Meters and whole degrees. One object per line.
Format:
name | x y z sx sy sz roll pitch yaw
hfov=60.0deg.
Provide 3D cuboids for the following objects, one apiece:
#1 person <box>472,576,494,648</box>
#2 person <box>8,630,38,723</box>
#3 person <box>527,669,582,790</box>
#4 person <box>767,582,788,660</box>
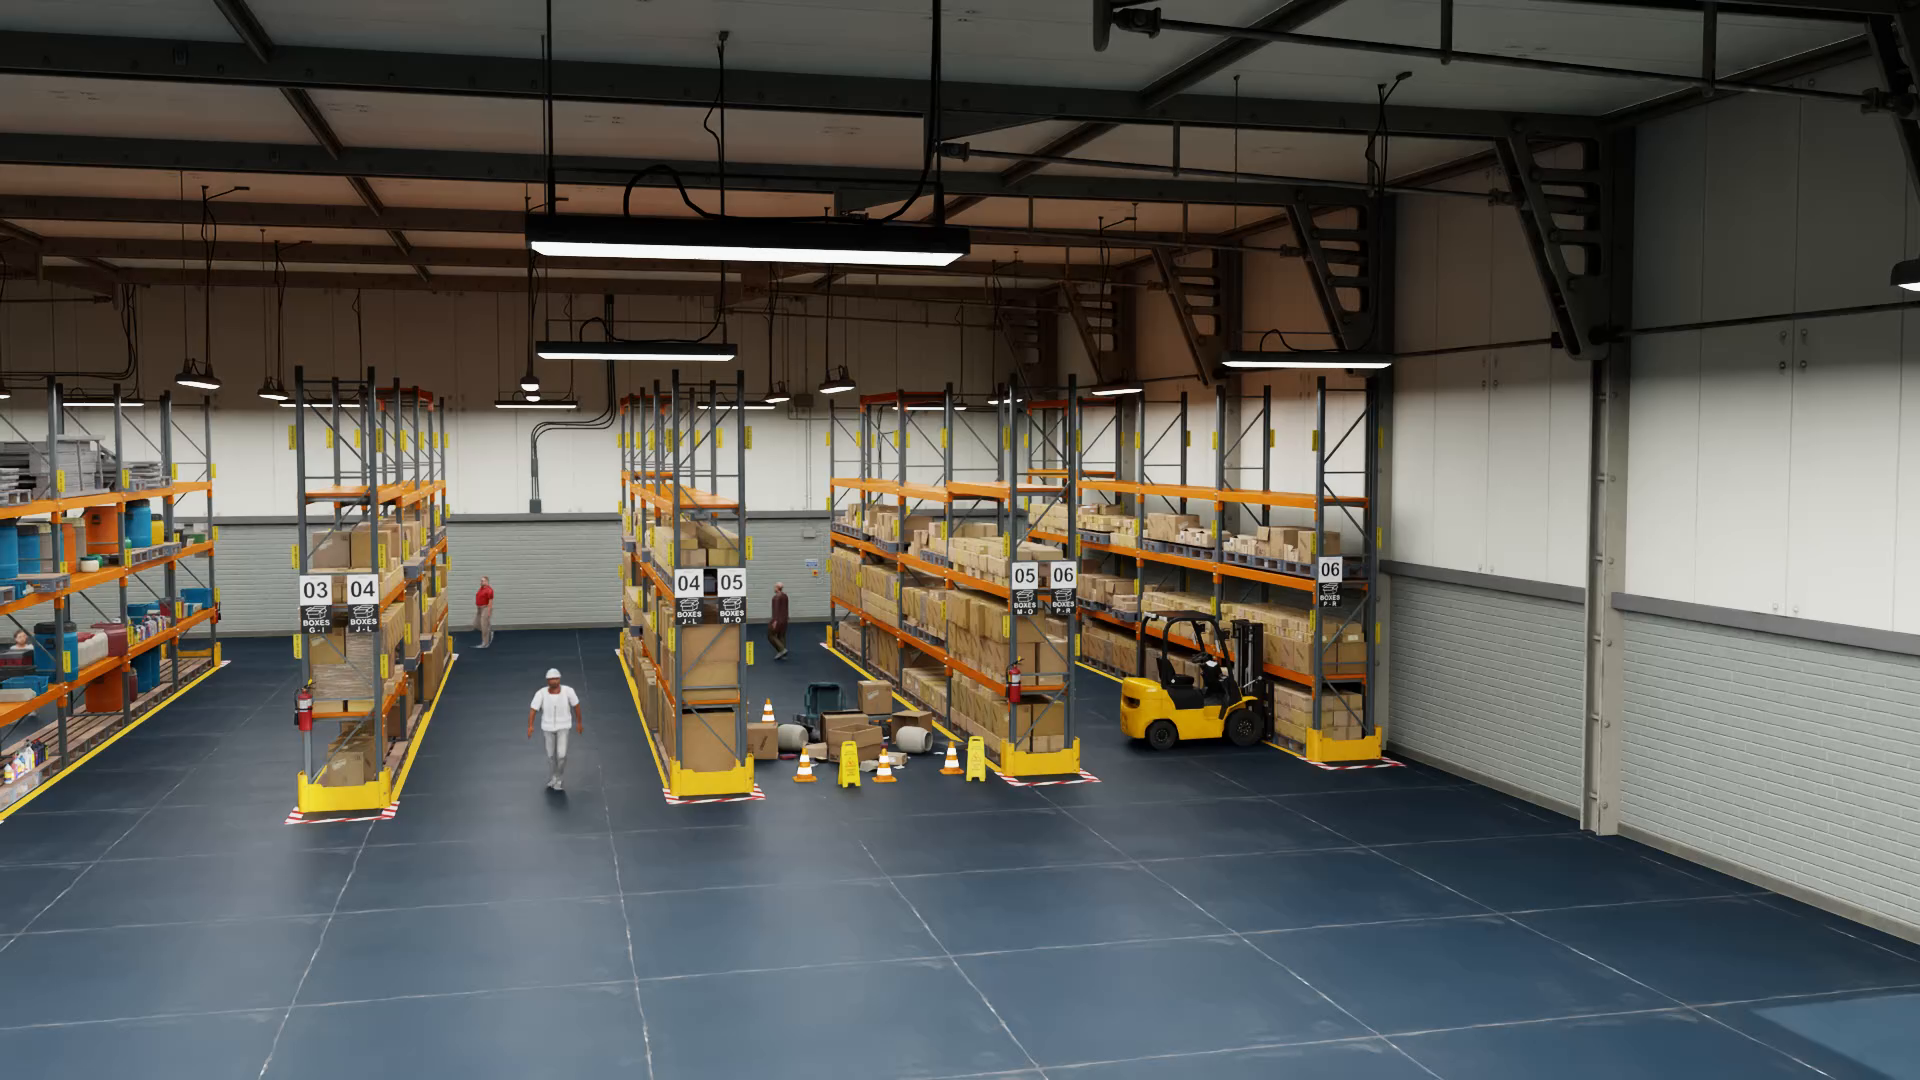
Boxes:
person | -11.469 1.736 40.164 0.544 1.715 0.607 3 5 42
person | -16.711 2.413 29.602 0.561 1.604 1.064 -1 3 -12
person | -5.822 2.756 23.908 0.713 1.823 0.659 0 3 -6
person | -4.091 1.858 37.939 0.536 1.759 0.637 1 4 24
